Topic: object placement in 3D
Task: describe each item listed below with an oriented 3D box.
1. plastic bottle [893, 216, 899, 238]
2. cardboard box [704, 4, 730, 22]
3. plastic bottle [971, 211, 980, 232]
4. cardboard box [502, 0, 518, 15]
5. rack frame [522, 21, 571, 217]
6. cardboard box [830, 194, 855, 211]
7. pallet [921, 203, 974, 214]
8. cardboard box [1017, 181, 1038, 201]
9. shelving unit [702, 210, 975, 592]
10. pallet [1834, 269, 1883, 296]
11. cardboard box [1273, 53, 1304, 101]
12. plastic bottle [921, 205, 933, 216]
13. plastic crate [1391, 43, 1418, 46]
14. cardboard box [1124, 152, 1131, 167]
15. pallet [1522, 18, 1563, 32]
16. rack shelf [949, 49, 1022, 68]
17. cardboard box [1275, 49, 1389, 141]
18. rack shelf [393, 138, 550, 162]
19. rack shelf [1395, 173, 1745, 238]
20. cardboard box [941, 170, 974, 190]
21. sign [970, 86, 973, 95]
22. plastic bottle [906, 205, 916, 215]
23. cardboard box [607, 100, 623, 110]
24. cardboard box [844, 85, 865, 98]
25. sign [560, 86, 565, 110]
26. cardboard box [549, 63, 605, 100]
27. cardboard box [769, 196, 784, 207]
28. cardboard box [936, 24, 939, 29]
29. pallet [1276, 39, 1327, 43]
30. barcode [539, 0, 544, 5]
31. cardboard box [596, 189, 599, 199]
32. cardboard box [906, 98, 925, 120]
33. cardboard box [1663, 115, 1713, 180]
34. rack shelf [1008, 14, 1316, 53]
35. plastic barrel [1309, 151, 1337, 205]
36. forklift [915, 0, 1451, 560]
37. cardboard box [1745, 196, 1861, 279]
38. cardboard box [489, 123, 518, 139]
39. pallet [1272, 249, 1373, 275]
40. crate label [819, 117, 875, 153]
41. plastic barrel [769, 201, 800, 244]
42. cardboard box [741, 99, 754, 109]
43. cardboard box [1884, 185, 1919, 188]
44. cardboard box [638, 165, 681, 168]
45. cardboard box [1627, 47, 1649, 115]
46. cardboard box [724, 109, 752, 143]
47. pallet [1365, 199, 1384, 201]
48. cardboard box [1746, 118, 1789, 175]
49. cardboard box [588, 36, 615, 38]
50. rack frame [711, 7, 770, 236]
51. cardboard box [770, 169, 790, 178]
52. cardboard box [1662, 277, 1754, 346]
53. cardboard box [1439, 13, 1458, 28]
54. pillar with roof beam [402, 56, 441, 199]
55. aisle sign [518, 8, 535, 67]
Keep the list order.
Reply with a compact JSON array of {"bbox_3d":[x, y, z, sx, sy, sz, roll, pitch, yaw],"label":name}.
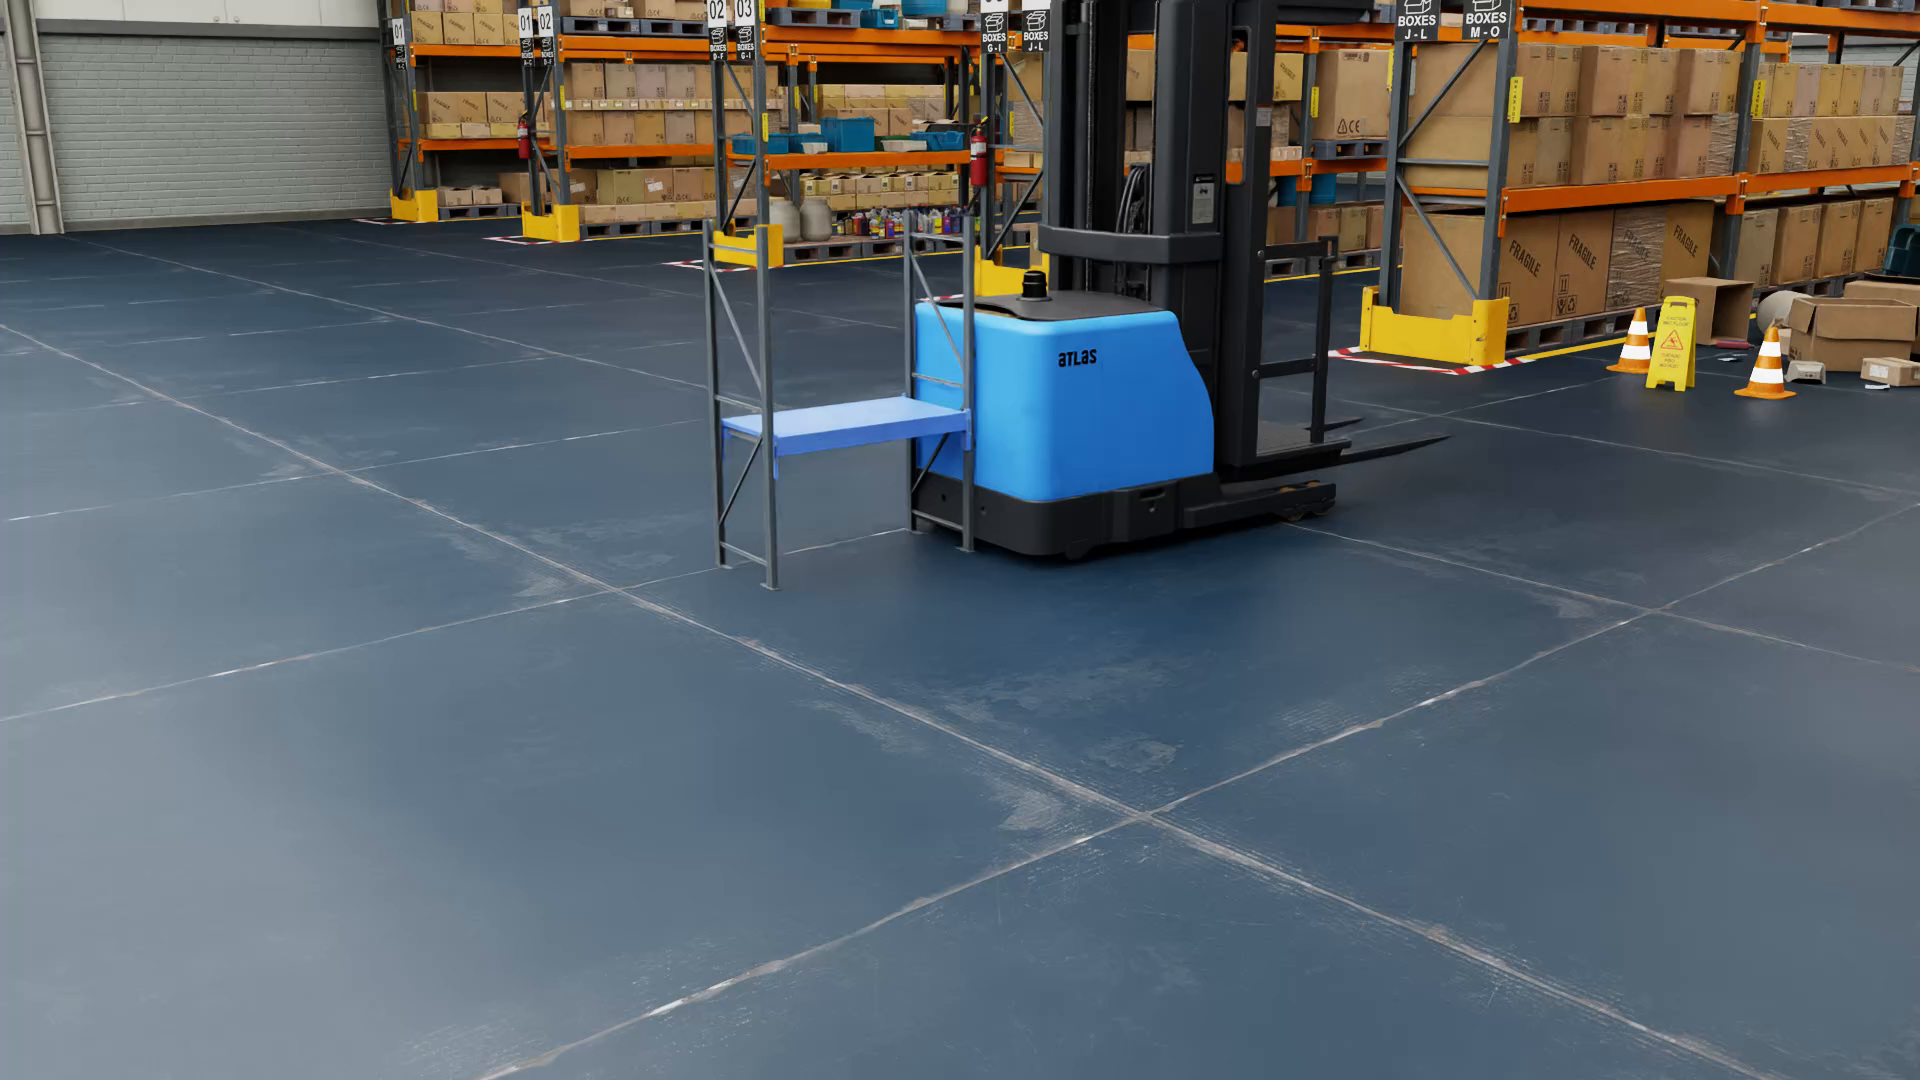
[{"bbox_3d":[-0.838,-4.068,21.603,0.097,0.271,0.097,0,15,0],"label":"plastic bottle"},{"bbox_3d":[-3.860,-8.063,25.400,0.500,0.311,0.500,-14,20,-42],"label":"cardboard box"},{"bbox_3d":[0.203,-4.302,22.453,0.133,0.283,0.061,-11,19,-37],"label":"plastic bottle"},{"bbox_3d":[-7.843,-9.170,28.285,0.500,0.500,0.500,-13,20,-39],"label":"cardboard box"},{"bbox_3d":[-5.917,-5.834,23.780,0.127,3.000,1.000,-13,19,-39],"label":"rack frame"},{"bbox_3d":[-2.046,-5.493,27.016,0.500,0.250,0.500,-12,19,-38],"label":"cardboard box"},{"bbox_3d":[-0.529,-5.711,28.720,1.213,0.211,1.003,-13,19,-39],"label":"pallet"},{"bbox_3d":[1.040,-6.306,29.536,0.500,0.500,0.500,-14,20,-41],"label":"cardboard box"},{"bbox_3d":[-0.507,-0.639,7.237,1.048,1.500,0.538,-11,18,-35],"label":"shelving unit"},{"bbox_3d":[9.153,-2.812,17.867,1.213,0.211,1.003,-13,19,-39],"label":"pallet"},{"bbox_3d":[3.442,-5.128,18.428,0.500,0.500,0.500,-13,19,-39],"label":"cardboard box"},{"bbox_3d":[-0.438,-4.396,22.675,0.185,0.351,0.144,-13,19,-39],"label":"plastic bottle"},{"bbox_3d":[7.501,-8.445,27.996,0.590,0.269,0.497,-13,19,-39],"label":"plastic crate"},{"bbox_3d":[1.529,-3.910,17.063,0.250,0.149,0.380,-13,19,-39],"label":"cardboard box"},{"bbox_3d":[7.069,-6.738,21.716,1.003,0.211,1.213,-12,19,-37],"label":"pallet"},{"bbox_3d":[1.627,-8.630,29.828,4.000,0.370,1.077,-13,19,-39],"label":"rack shelf"},{"bbox_3d":[4.292,-5.183,19.365,1.000,1.000,1.000,-12,19,-39],"label":"cardboard box"},{"bbox_3d":[-7.663,-6.789,28.750,4.000,0.370,1.077,-13,19,-39],"label":"rack shelf"},{"bbox_3d":[5.271,-2.914,14.240,4.000,0.370,1.077,-13,19,-39],"label":"rack shelf"},{"bbox_3d":[-0.116,-6.198,28.571,0.500,0.311,0.500,-12,19,-38],"label":"cardboard box"},{"bbox_3d":[0.244,-9.248,34.470,0.005,0.325,0.100,-13,19,-39],"label":"sign"},{"bbox_3d":[-0.675,-4.392,22.660,0.185,0.351,0.144,-14,20,-42],"label":"plastic bottle"},{"bbox_3d":[-5.093,-6.308,24.102,0.250,0.149,0.380,-13,19,-39],"label":"cardboard box"},{"bbox_3d":[-2.220,-8.835,32.753,0.500,0.250,0.500,-13,20,-40],"label":"cardboard box"},{"bbox_3d":[-5.557,-6.182,23.250,0.005,0.325,0.100,-13,19,-39],"label":"sign"},{"bbox_3d":[-5.517,-6.595,23.920,0.500,0.500,0.700,-13,19,-39],"label":"cardboard box"},{"bbox_3d":[-3.106,-5.265,26.164,0.500,0.250,0.500,-13,19,-39],"label":"cardboard box"},{"bbox_3d":[-0.571,-8.589,27.758,0.500,0.250,0.500,-12,19,-38],"label":"cardboard box"},{"bbox_3d":[5.003,-7.916,26.126,1.213,0.211,1.003,-13,19,-39],"label":"pallet"},{"bbox_3d":[-6.006,-7.709,23.861,0.075,0.075,0.001,-13,19,-39],"label":"barcode"},{"bbox_3d":[-6.538,-6.223,29.873,0.380,0.166,0.250,13,20,40],"label":"cardboard box"},{"bbox_3d":[-1.065,-8.734,33.825,0.500,0.500,0.500,-13,19,-39],"label":"cardboard box"},{"bbox_3d":[6.110,-3.510,14.788,0.550,0.550,0.875,-13,19,-39],"label":"cardboard box"},{"bbox_3d":[2.092,-5.346,17.532,4.000,0.370,1.077,-13,19,-39],"label":"rack shelf"},{"bbox_3d":[5.963,-6.003,27.662,0.708,0.901,0.600,-13,19,-39],"label":"plastic barrel"},{"bbox_3d":[1.240,-1.606,8.083,3.031,2.935,1.130,-11,18,-35],"label":"forklift"},{"bbox_3d":[8.622,-3.159,17.311,0.750,0.750,1.050,-12,19,-39],"label":"cardboard box"},{"bbox_3d":[-7.825,-6.932,28.142,0.500,0.250,0.500,-13,20,-40],"label":"cardboard box"},{"bbox_3d":[4.187,-3.368,19.949,1.213,0.211,1.003,-13,19,-39],"label":"pallet"},{"bbox_3d":[-1.457,-5.251,21.528,0.616,0.435,0.502,-13,19,-39],"label":"crate label"},{"bbox_3d":[-2.222,-3.997,20.908,0.421,0.512,0.421,0,15,0],"label":"plastic barrel"},{"bbox_3d":[-3.348,-6.700,25.569,0.250,0.149,0.380,-13,20,-41],"label":"cardboard box"},{"bbox_3d":[11.297,-4.063,19.725,0.500,0.250,0.500,-12,19,-37],"label":"cardboard box"},{"bbox_3d":[-4.585,-5.477,25.502,0.500,0.500,0.500,-13,19,-39],"label":"cardboard box"},{"bbox_3d":[5.248,-3.867,14.030,0.500,0.550,0.875,-13,19,-39],"label":"cardboard box"},{"bbox_3d":[-3.624,-6.393,25.679,0.500,0.500,0.700,-13,20,-40],"label":"cardboard box"},{"bbox_3d":[7.834,-5.895,29.410,1.213,0.211,1.003,-13,19,-39],"label":"pallet"},{"bbox_3d":[7.353,-3.685,15.540,0.500,0.500,0.500,-12,19,-39],"label":"cardboard box"},{"bbox_3d":[-6.375,-8.849,29.020,0.500,0.500,0.500,-12,19,-38],"label":"cardboard box"},{"bbox_3d":[-2.668,-4.870,20.168,0.127,3.000,1.000,-13,19,-39],"label":"rack frame"},{"bbox_3d":[-3.646,-7.026,32.233,0.500,0.500,0.700,-12,19,-39],"label":"cardboard box"},{"bbox_3d":[6.283,-1.931,14.005,0.500,0.500,0.500,-9,17,-30],"label":"cardboard box"},{"bbox_3d":[5.674,-6.338,20.143,0.500,0.250,0.500,-12,19,-38],"label":"cardboard box"},{"bbox_3d":[-6.386,-9.145,24.551,0.400,9.000,9.100,-13,19,-39],"label":"pillar with roof beam"},{"bbox_3d":[-6.160,-7.136,23.617,0.004,0.787,0.394,-13,19,-39],"label":"aisle sign"}]
